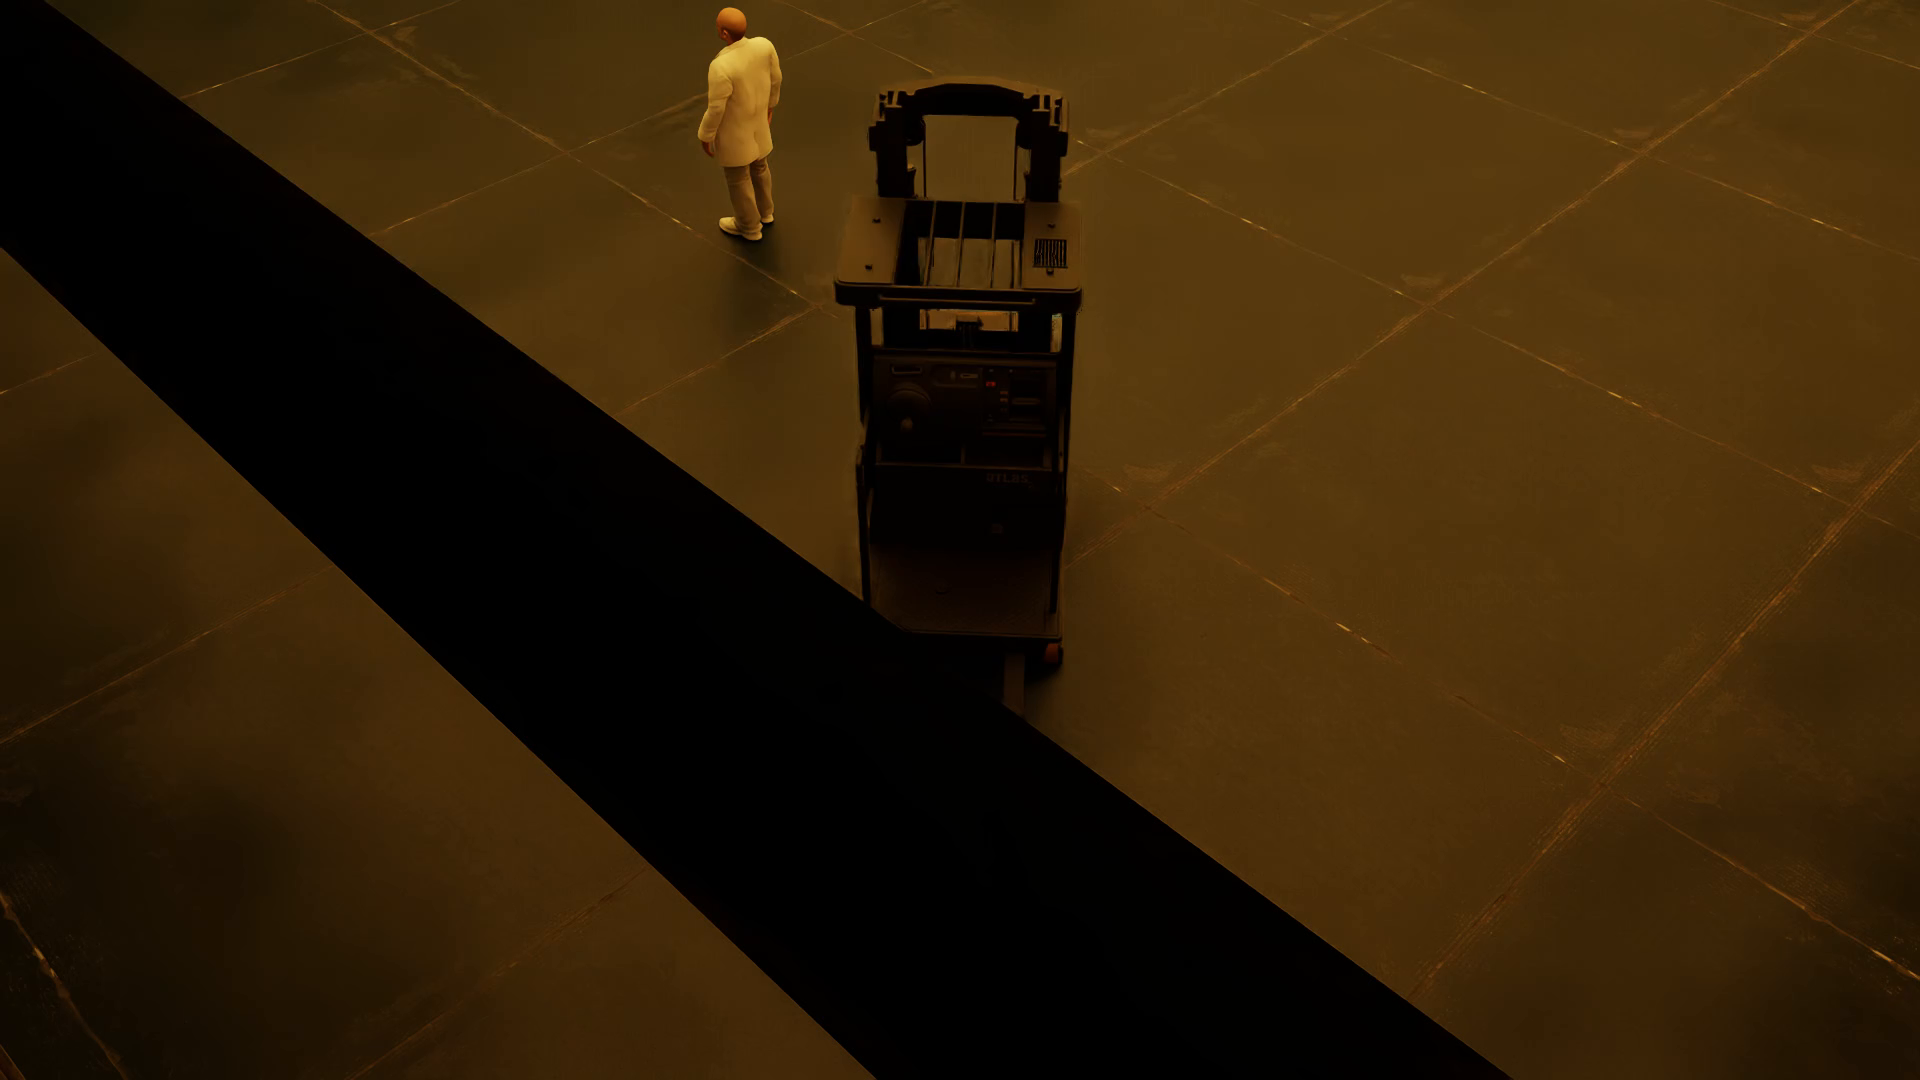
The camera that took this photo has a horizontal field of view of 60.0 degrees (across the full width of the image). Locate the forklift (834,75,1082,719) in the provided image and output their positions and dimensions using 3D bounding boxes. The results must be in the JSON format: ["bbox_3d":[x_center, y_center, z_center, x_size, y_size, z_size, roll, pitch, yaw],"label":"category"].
[{"bbox_3d":[0.013,-0.646,8.286,1.130,2.935,3.031,2,42,2],"label":"forklift"}]

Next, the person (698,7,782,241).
[{"bbox_3d":[-1.594,-2.933,11.645,0.580,1.776,0.698,33,51,31],"label":"person"}]
